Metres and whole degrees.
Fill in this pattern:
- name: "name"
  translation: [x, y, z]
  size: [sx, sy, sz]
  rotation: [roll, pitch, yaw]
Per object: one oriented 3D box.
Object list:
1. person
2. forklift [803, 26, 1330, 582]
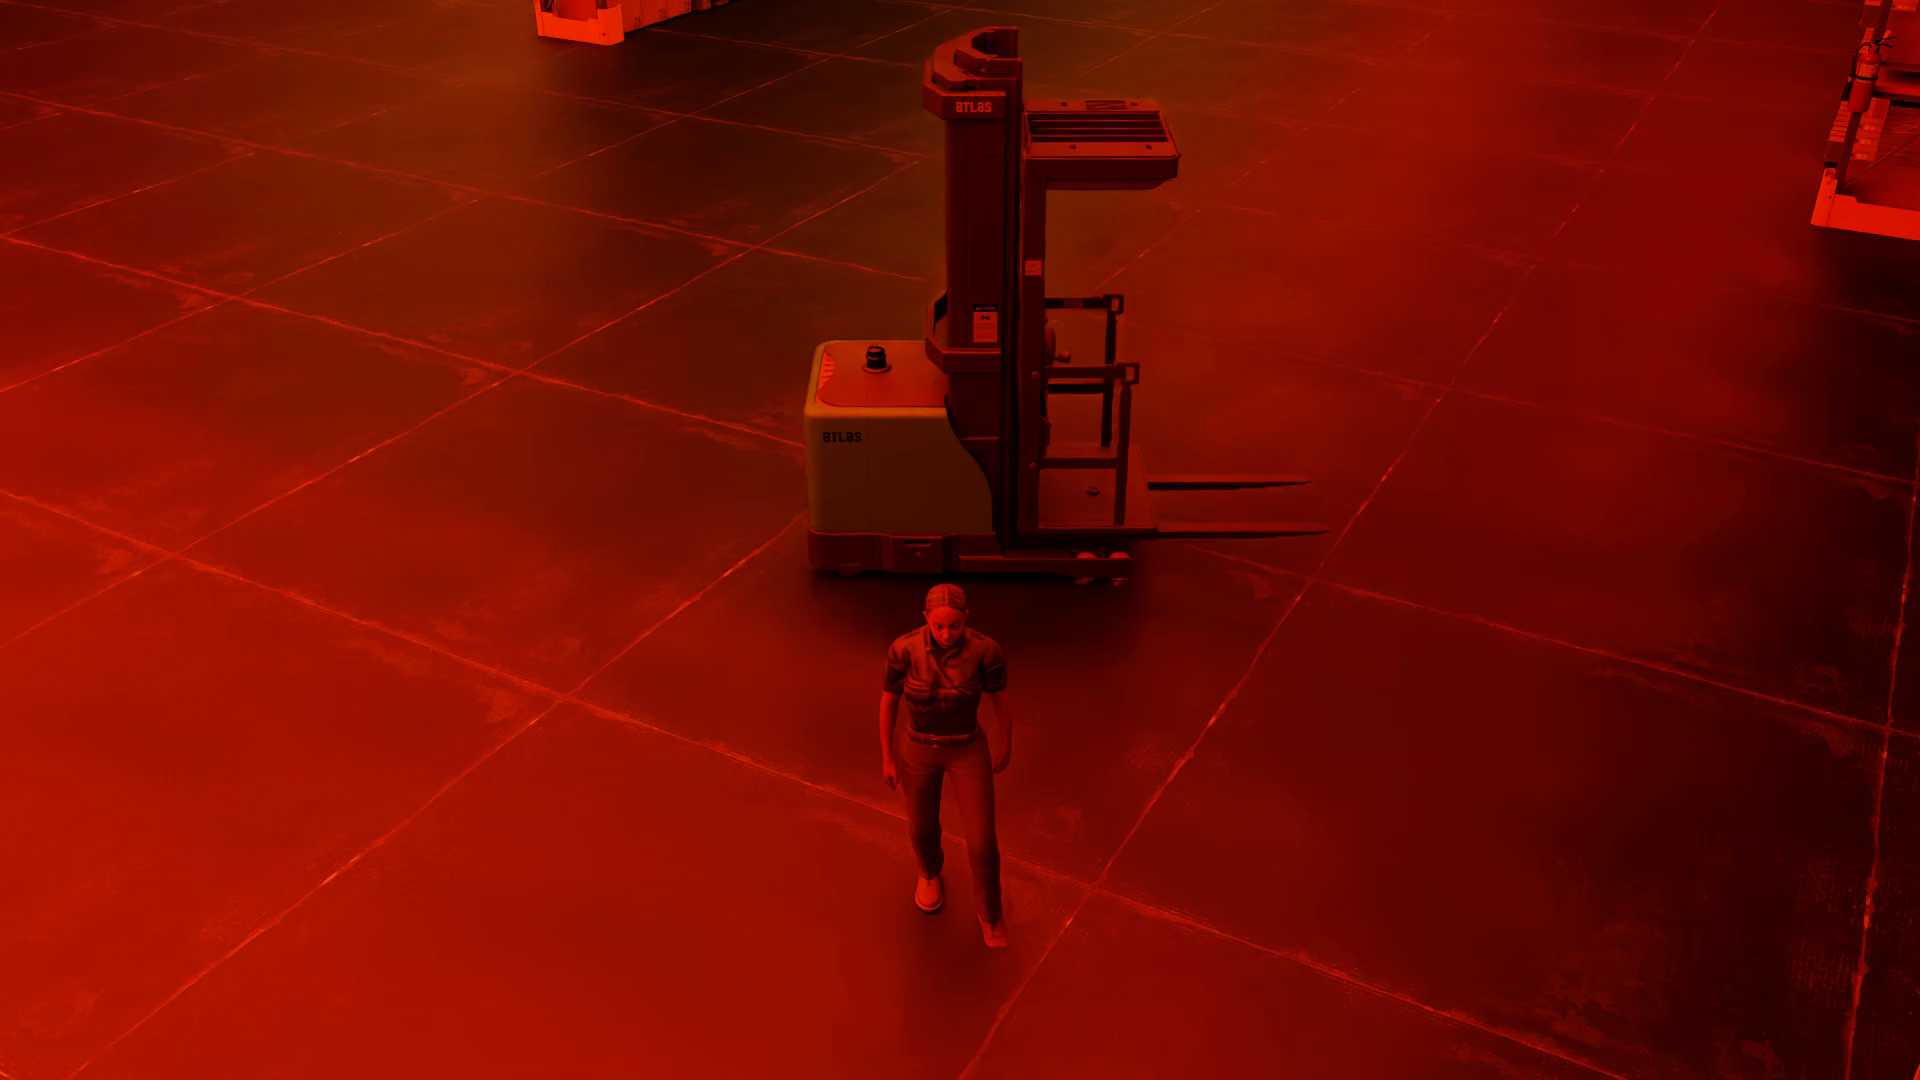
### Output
- name: "person"
  translation: [-0.049, 0.926, 6.828]
  size: [0.563, 1.704, 0.529]
  rotation: [2, 30, 3]
- name: "forklift"
  translation: [0.637, -1.296, 9.317]
  size: [3.031, 2.935, 1.130]
  rotation: [0, 30, 0]
